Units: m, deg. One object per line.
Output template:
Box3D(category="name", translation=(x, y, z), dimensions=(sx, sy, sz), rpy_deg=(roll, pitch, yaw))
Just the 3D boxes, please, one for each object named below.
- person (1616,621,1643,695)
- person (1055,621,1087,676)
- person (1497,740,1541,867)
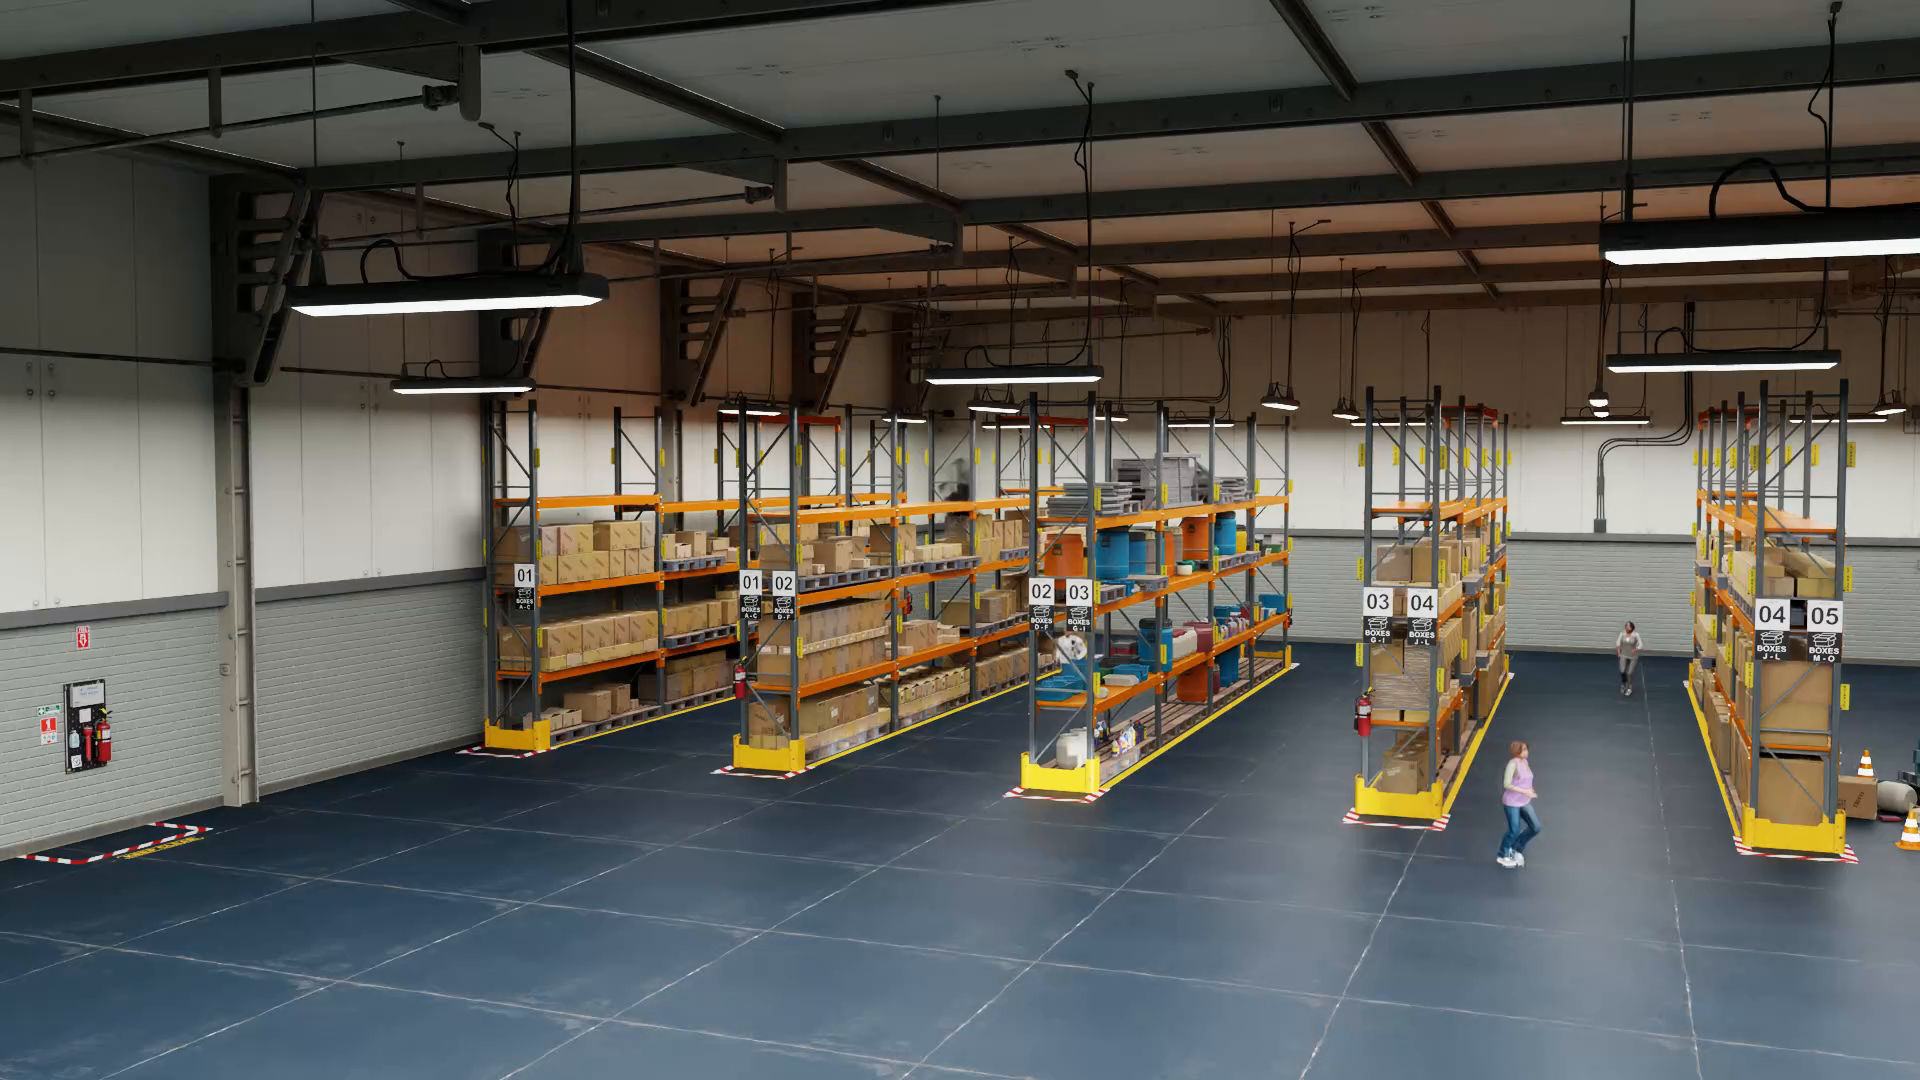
Box3D(category="person", translation=(14.089, 2.489, 35.045), dimensions=(0.543, 1.564, 0.563), rpy_deg=(2, 3, 30))
Box3D(category="person", translation=(2.024, 2.351, 31.023), dimensions=(0.589, 1.680, 0.528), rpy_deg=(1, 3, 23))
Box3D(category="person", translation=(6.791, 3.207, 20.193), dimensions=(0.535, 1.561, 0.615), rpy_deg=(-2, 3, -36))
